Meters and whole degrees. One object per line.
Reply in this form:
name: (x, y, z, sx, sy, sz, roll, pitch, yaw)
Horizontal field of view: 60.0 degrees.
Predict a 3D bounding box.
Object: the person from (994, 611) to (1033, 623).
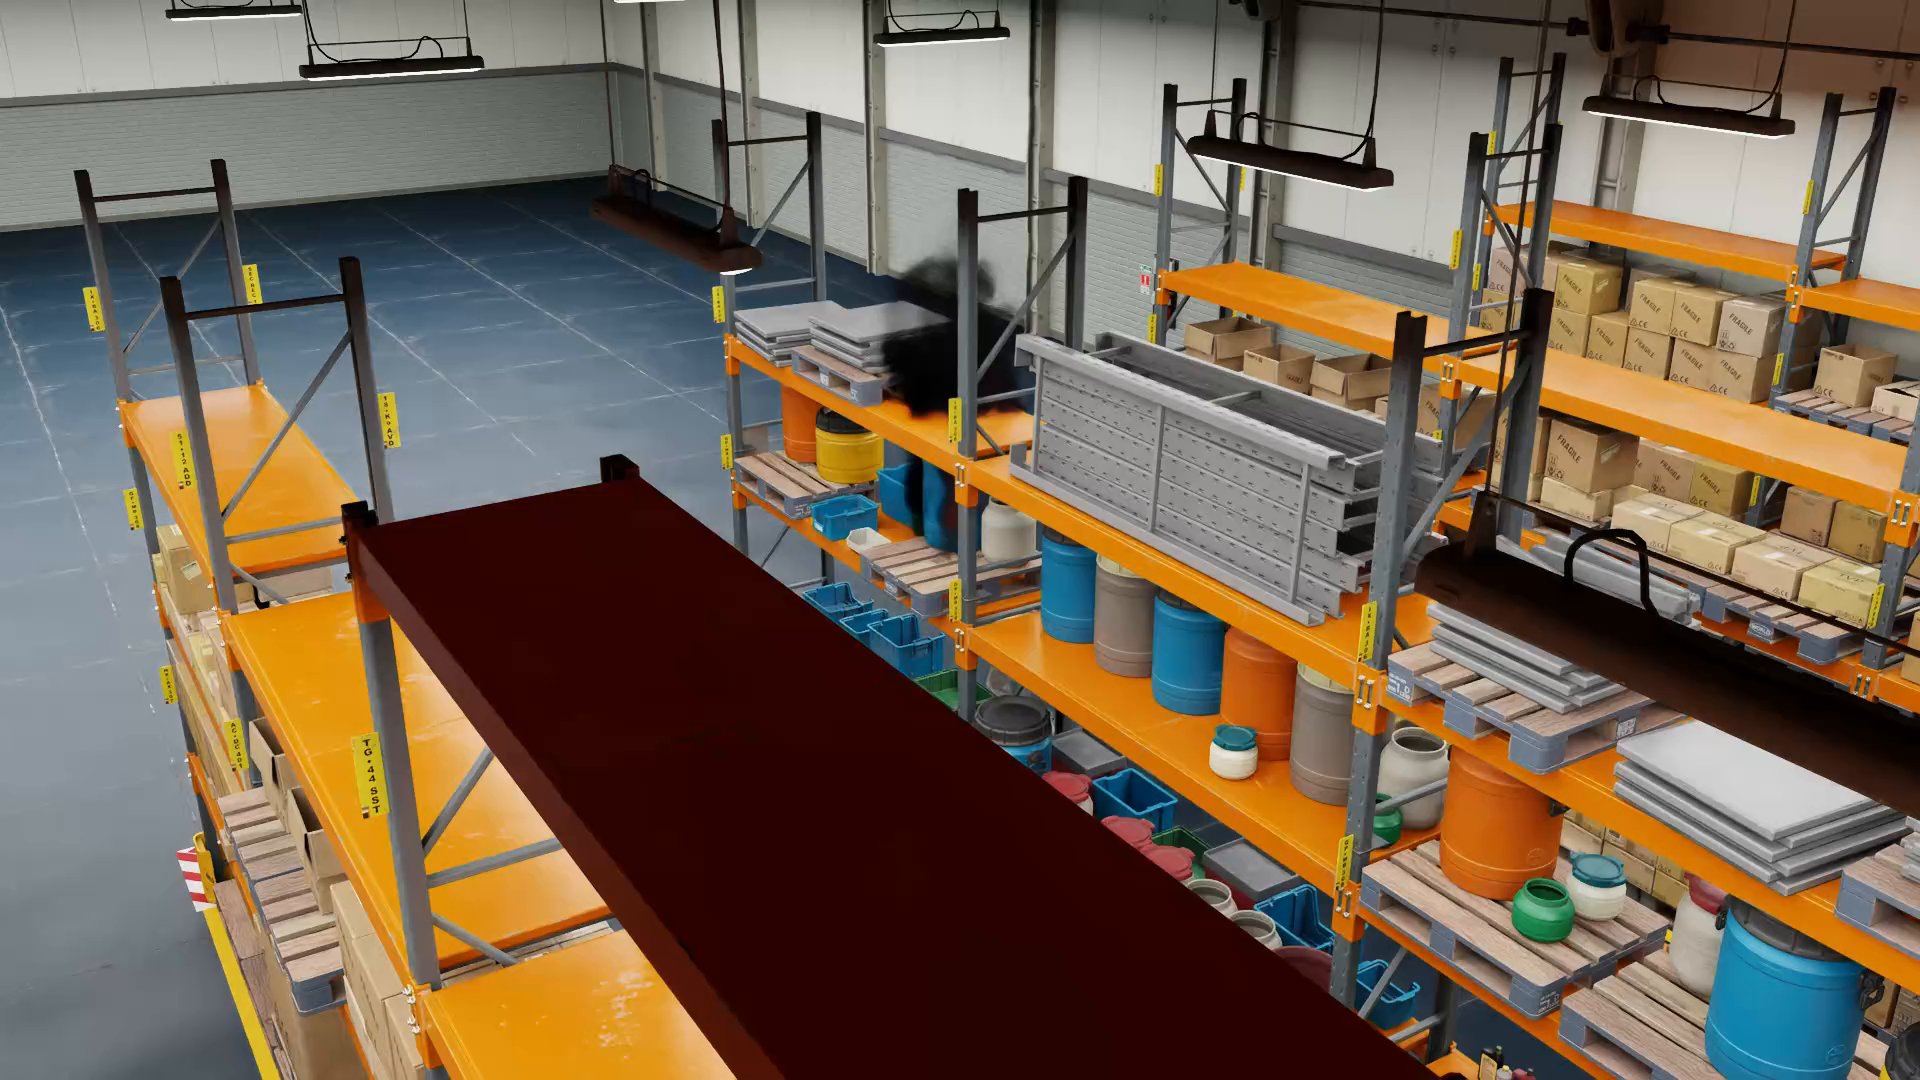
person: (0.492, 0.900, 16.216, 0.301, 0.558, 0.537, 20, 29, 40)
